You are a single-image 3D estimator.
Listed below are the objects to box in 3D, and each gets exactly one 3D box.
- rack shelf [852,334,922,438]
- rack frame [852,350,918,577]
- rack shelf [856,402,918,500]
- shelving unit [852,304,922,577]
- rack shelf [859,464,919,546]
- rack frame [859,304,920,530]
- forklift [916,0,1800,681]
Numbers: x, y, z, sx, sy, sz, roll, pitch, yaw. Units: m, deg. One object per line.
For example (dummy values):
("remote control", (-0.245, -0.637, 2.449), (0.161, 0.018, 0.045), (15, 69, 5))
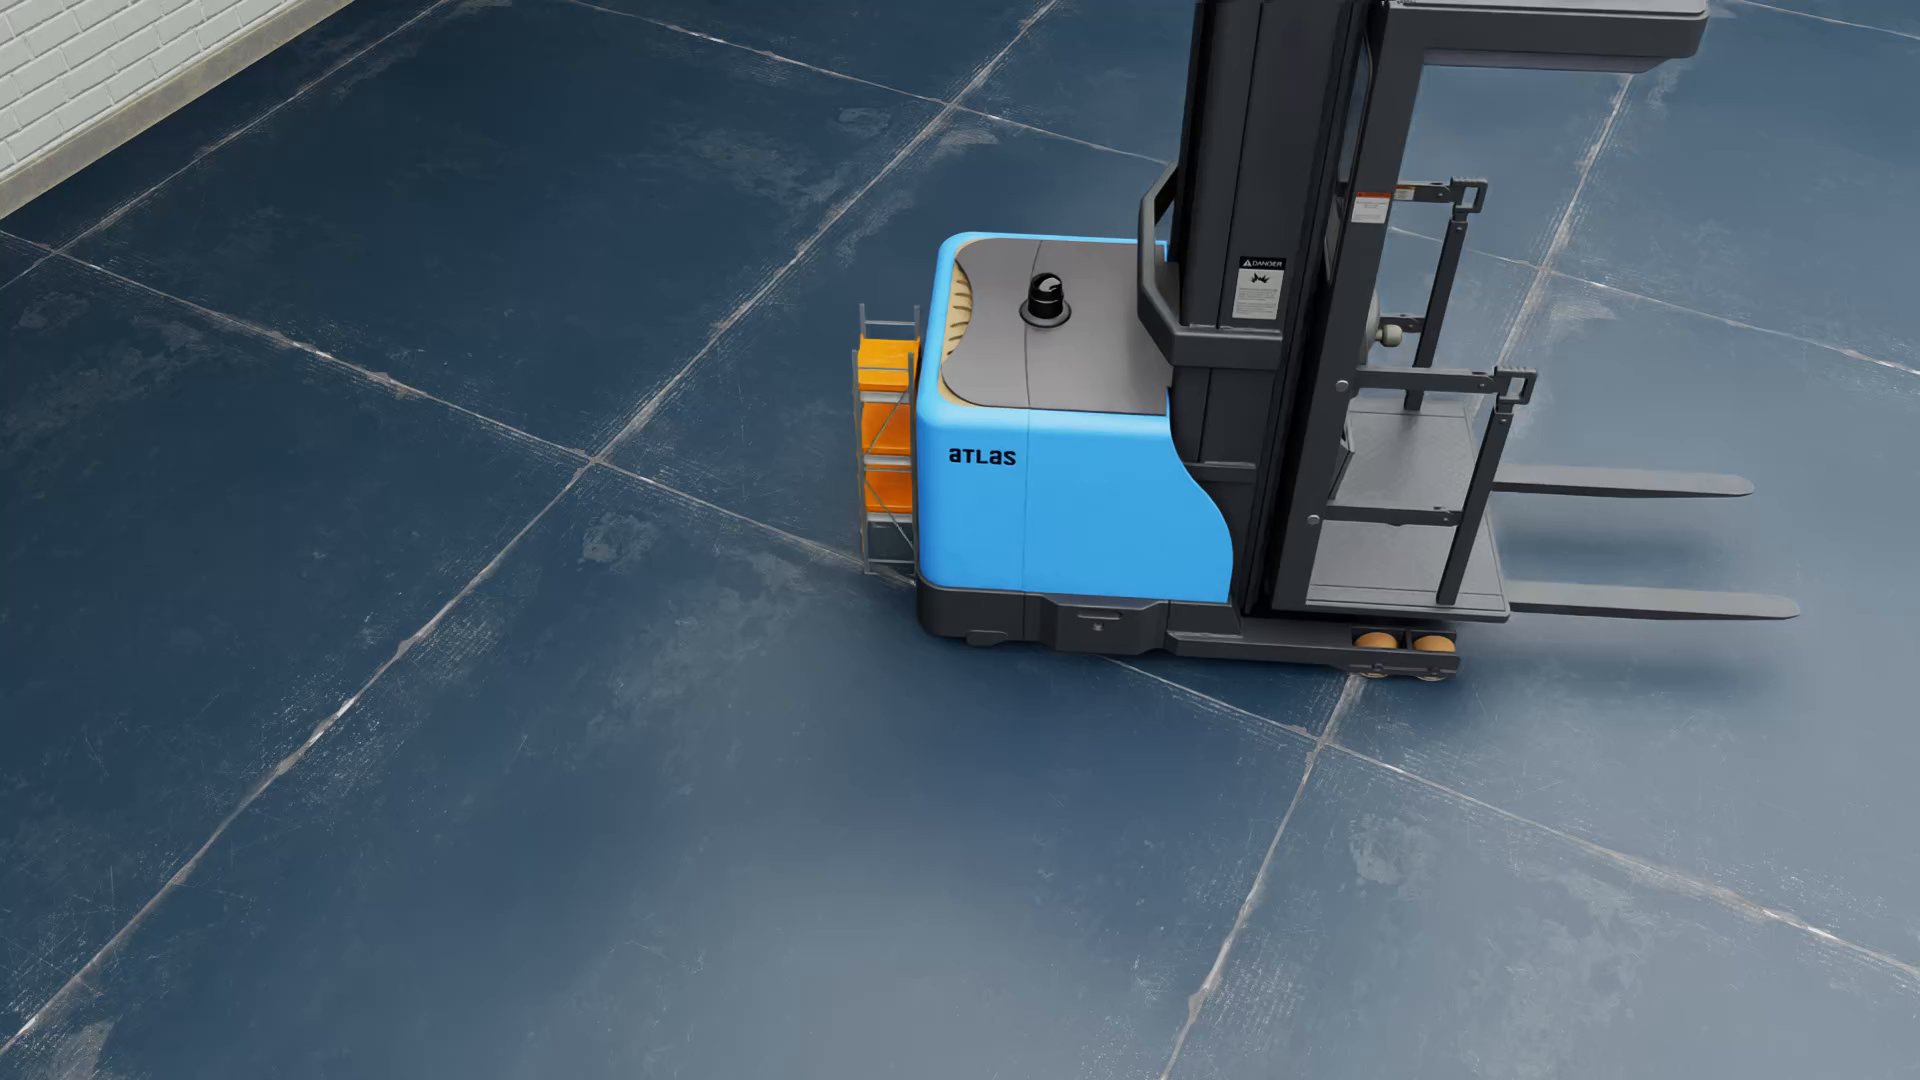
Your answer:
("rack shelf", (-0.243, -0.519, 5.641), (0.215, 0.259, 0.240), (3, 45, 3))
("rack frame", (-0.251, -0.241, 5.750), (0.200, 1.050, 0.008), (3, 45, 3))
("rack shelf", (-0.243, -0.320, 5.843), (0.215, 0.259, 0.240), (3, 45, 3))
("shelving unit", (-0.243, -0.327, 5.835), (0.215, 1.050, 0.252), (3, 45, 3))
("rack shelf", (-0.243, -0.124, 6.040), (0.215, 0.259, 0.240), (3, 45, 3))
("rack frame", (-0.236, -0.414, 5.921), (0.200, 1.050, 0.008), (3, 45, 3))
("forklift", (1.391, -0.938, 5.116), (3.031, 2.935, 1.130), (3, 45, 3))
